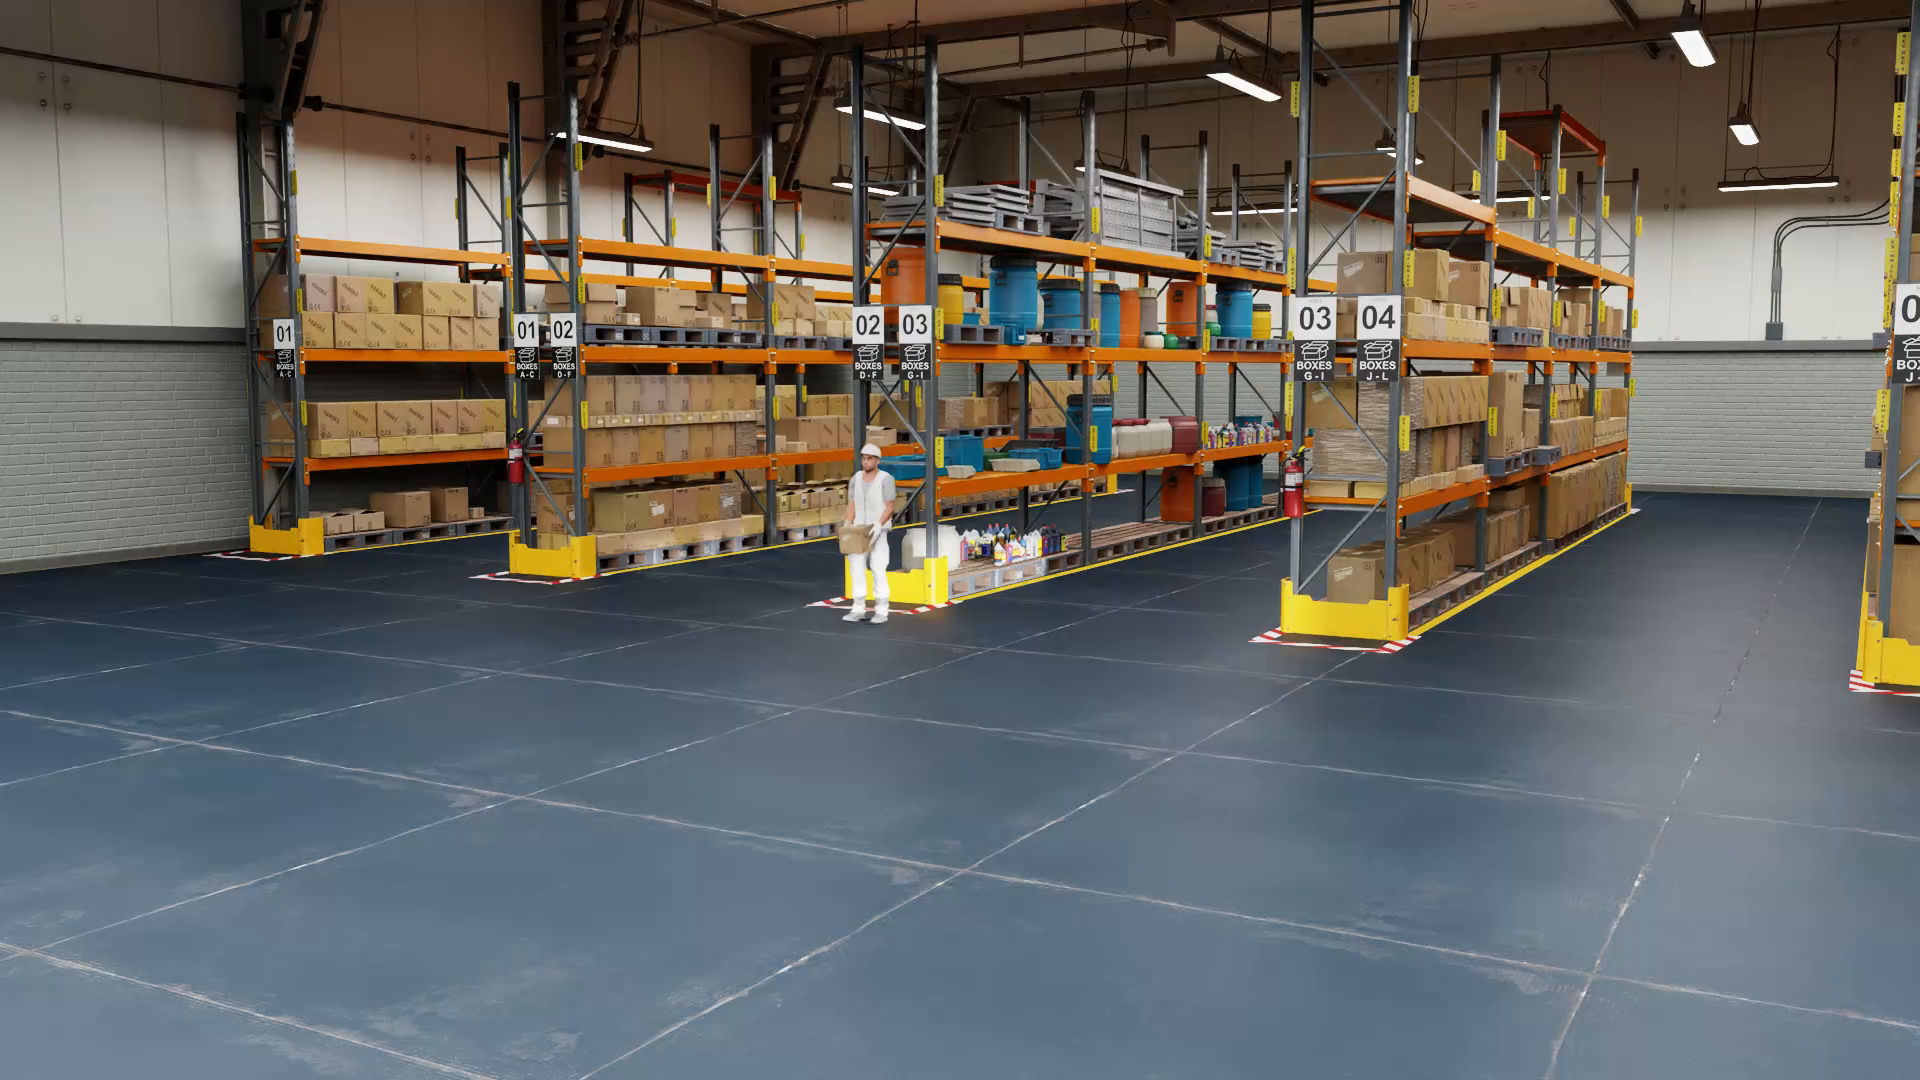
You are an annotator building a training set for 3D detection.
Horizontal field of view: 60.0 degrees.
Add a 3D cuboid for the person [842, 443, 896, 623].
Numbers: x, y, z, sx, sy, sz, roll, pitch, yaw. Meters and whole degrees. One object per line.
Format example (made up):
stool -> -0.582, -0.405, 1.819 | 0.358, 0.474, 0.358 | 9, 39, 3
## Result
person -> -0.913, -0.068, 16.606 | 0.533, 1.793, 0.474 | 3, 7, 28
